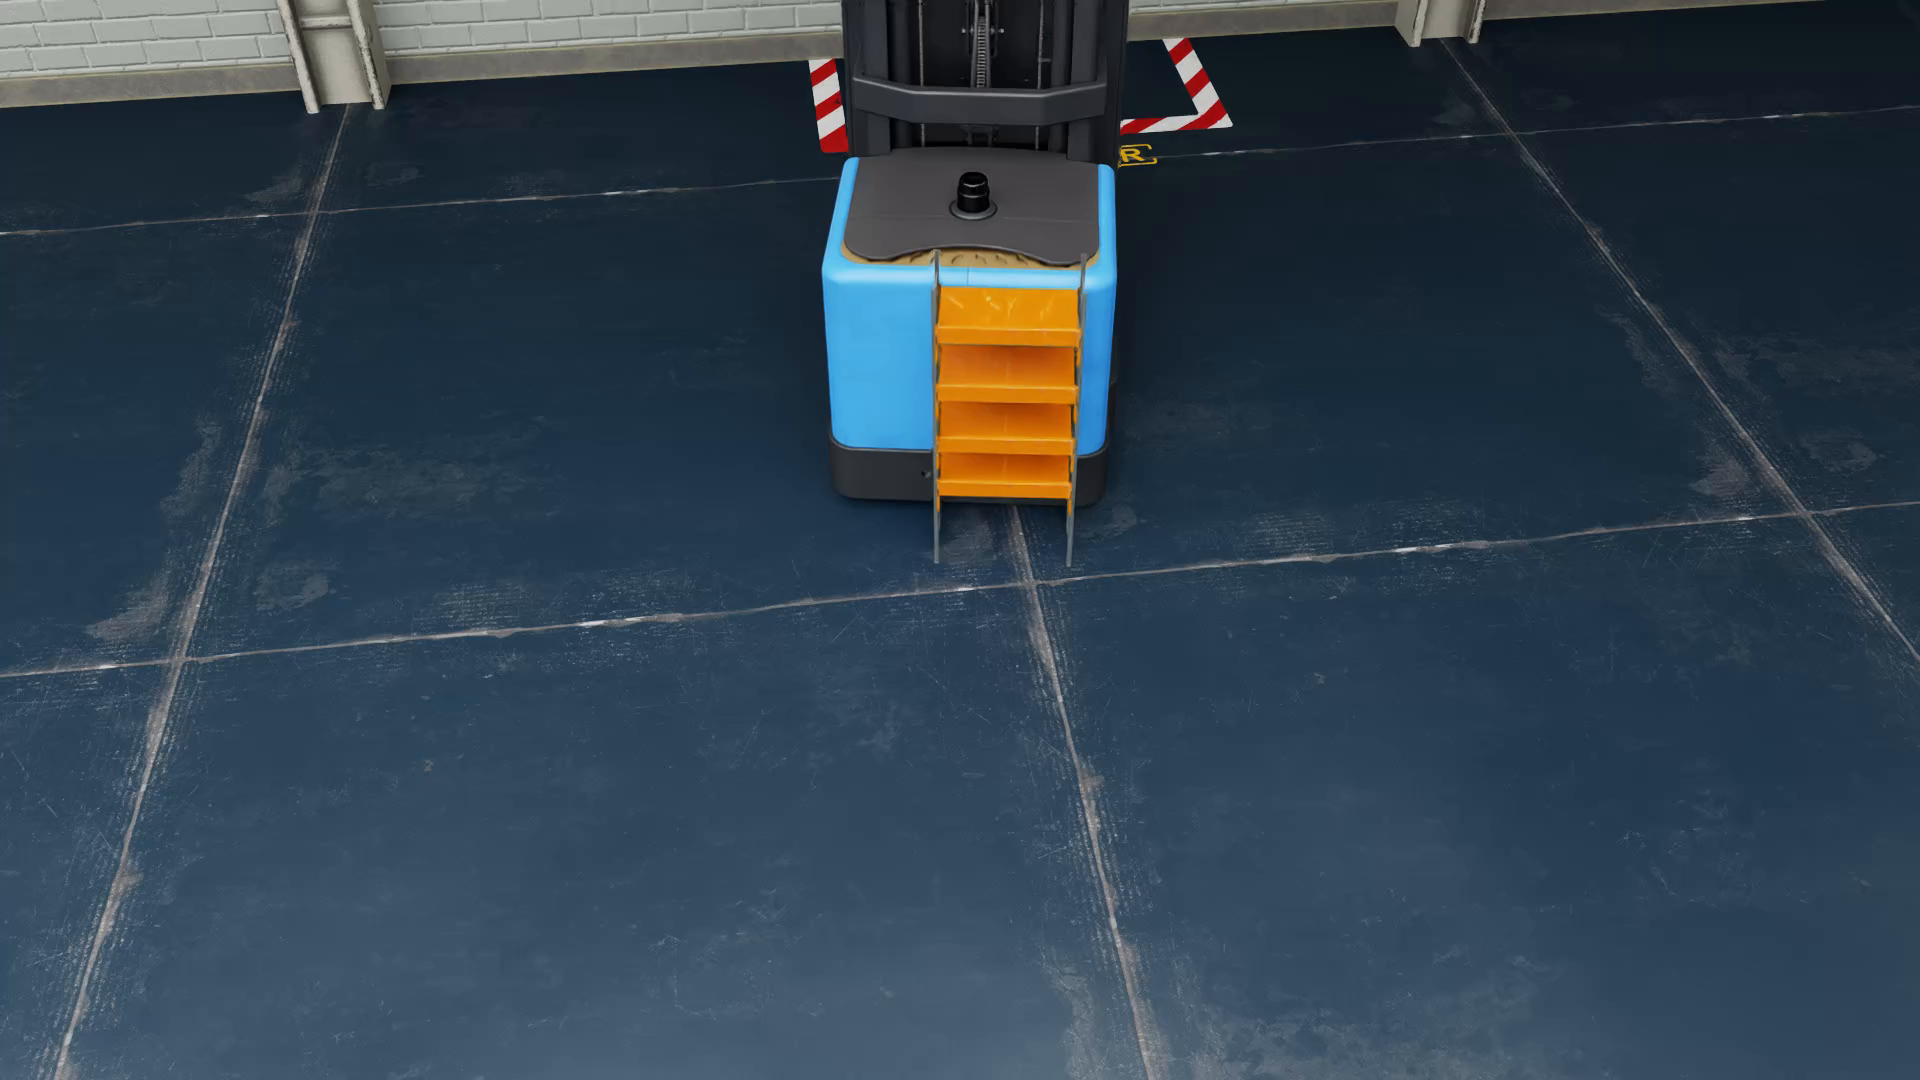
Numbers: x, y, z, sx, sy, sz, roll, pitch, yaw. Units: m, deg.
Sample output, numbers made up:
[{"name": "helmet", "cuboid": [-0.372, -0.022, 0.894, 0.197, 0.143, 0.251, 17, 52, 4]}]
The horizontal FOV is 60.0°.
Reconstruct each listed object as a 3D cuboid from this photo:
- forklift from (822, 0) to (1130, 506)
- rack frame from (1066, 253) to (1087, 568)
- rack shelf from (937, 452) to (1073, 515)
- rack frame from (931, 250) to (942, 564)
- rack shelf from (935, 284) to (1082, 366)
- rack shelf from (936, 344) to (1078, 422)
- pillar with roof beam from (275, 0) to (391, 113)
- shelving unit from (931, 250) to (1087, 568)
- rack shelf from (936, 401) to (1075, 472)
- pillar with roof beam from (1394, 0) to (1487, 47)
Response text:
[{"name": "forklift", "cuboid": [0.109, -2.189, 6.489, 1.130, 2.935, 3.031, 2, 42, 2]}, {"name": "rack frame", "cuboid": [0.406, -0.424, 5.824, 0.015, 1.200, 0.240, 2, 42, 2]}, {"name": "rack shelf", "cuboid": [0.162, -0.233, 6.009, 0.480, 0.148, 0.258, 2, 42, 2]}, {"name": "rack frame", "cuboid": [-0.082, -0.437, 5.839, 0.015, 1.200, 0.240, 2, 42, 2]}, {"name": "rack shelf", "cuboid": [0.162, -0.722, 5.568, 0.480, 0.148, 0.258, 2, 42, 2]}, {"name": "rack shelf", "cuboid": [0.162, -0.547, 5.727, 0.480, 0.148, 0.258, 2, 42, 2]}, {"name": "pillar with roof beam", "cuboid": [-2.693, -2.844, 2.684, 0.400, 9.000, 9.100, -5, 42, -6]}, {"name": "shelving unit", "cuboid": [0.162, -0.430, 5.831, 0.503, 1.200, 0.258, 2, 42, 2]}, {"name": "rack shelf", "cuboid": [0.162, -0.381, 5.876, 0.480, 0.148, 0.258, 2, 42, 2]}, {"name": "pillar with roof beam", "cuboid": [3.257, -3.365, 3.262, 0.400, 9.000, 9.100, -5, 42, -6]}]
